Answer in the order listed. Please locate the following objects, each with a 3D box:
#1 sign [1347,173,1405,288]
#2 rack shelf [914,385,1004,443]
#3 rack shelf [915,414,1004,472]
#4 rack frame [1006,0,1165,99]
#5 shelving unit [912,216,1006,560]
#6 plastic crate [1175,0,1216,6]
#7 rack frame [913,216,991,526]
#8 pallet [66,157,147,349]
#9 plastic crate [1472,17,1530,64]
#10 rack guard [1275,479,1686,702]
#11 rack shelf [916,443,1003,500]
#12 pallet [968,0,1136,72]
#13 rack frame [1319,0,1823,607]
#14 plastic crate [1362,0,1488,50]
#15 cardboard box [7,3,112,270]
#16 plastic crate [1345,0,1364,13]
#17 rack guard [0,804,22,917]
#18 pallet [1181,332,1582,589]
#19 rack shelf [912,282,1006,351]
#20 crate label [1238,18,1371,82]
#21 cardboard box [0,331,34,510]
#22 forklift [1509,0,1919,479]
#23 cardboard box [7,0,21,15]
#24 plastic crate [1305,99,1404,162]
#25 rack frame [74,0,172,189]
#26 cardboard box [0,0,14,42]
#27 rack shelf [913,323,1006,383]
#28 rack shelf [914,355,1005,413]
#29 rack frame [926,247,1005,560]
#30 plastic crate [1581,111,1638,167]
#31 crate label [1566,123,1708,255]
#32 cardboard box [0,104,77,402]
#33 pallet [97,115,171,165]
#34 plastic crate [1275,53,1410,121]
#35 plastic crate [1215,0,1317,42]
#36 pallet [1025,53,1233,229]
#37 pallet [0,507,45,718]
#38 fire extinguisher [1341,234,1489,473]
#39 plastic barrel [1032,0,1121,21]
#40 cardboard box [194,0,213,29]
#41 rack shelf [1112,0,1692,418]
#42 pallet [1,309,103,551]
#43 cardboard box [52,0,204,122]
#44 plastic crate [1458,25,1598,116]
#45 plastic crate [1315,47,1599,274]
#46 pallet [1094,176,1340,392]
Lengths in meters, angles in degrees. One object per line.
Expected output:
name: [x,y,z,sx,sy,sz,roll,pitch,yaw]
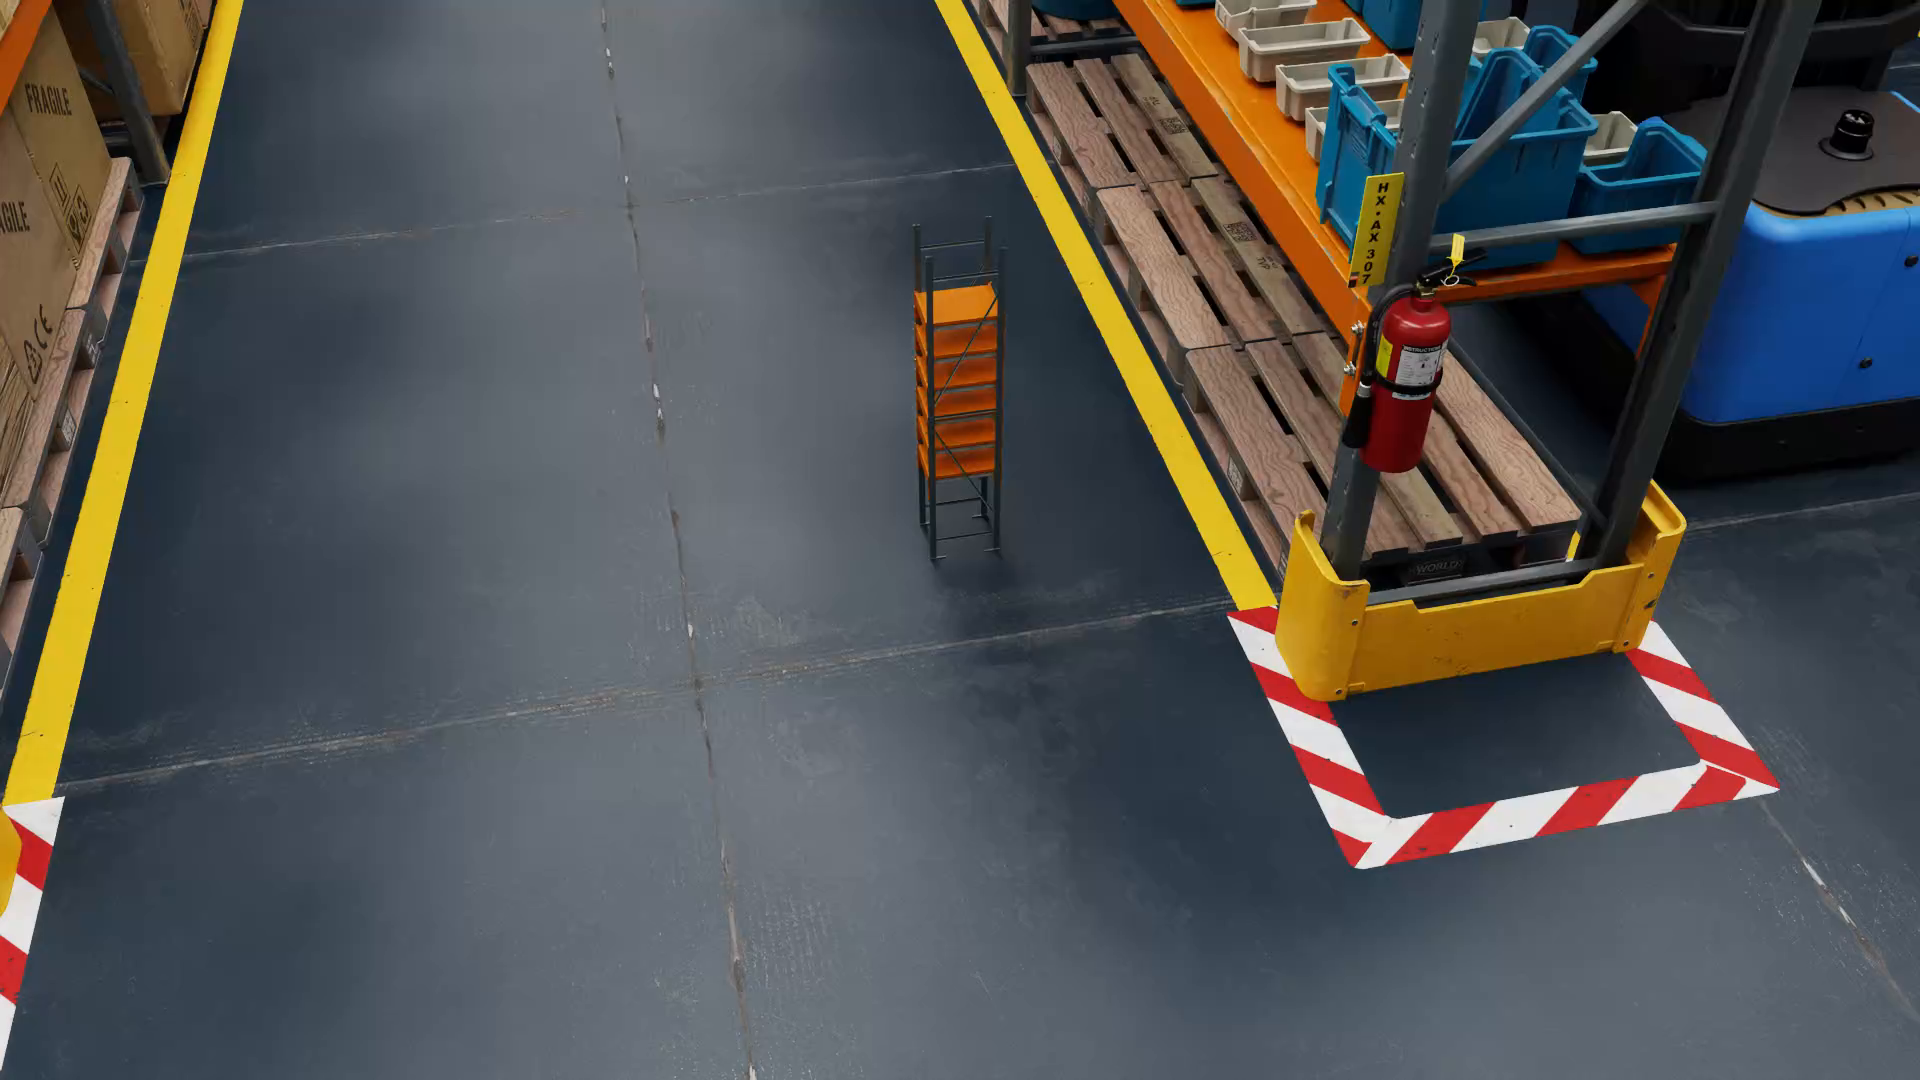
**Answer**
sign: [1.063,-0.789,4.256,0.100,0.325,0.005,-8,42,-9]
rack shelf: [-0.003,-0.425,5.392,0.258,0.103,0.180,-8,42,-9]
rack shelf: [-0.003,-0.335,5.471,0.258,0.103,0.180,-8,42,-9]
rack frame: [0.733,-3.410,7.332,1.000,3.000,0.127,-8,42,-9]
shelving unit: [-0.003,-0.458,5.362,0.258,1.200,0.189,-8,42,-9]
plastic crate: [0.903,-2.071,5.905,0.416,0.233,0.300,-8,42,-9]
rack frame: [-0.023,-0.517,5.429,0.240,1.200,0.006,-8,42,-9]
pallet: [-4.015,-1.153,6.890,1.003,0.211,1.213,-8,42,-9]
plastic crate: [1.730,-1.607,5.455,0.250,0.136,0.298,-8,42,-9]
rack guard: [1.614,0.132,5.225,1.175,0.500,0.348,-8,42,-9]
rack shelf: [-0.003,-0.245,5.551,0.258,0.103,0.180,-8,42,-9]
pallet: [0.607,-2.873,8.828,1.003,0.211,1.213,-8,42,-9]
rack frame: [1.597,-0.817,4.411,1.000,3.000,0.127,-8,42,-9]
plastic crate: [1.580,-1.837,5.641,0.416,0.233,0.300,-8,42,-9]
cardboard box: [-4.039,-1.623,6.603,0.875,0.875,0.875,-8,42,-9]
plastic crate: [1.516,-2.032,5.861,0.416,0.233,0.300,-8,42,-9]
rack guard: [-3.235,0.843,4.424,1.175,0.500,0.348,-8,42,-9]
pallet: [1.456,-0.314,5.945,1.003,0.211,1.213,-8,42,-9]
rack shelf: [-0.003,-0.694,5.153,0.258,0.103,0.180,-8,42,-9]
crate label: [1.111,-1.610,5.458,0.396,0.136,0.243,-8,42,-9]
cardboard box: [-3.652,-0.463,5.296,0.875,0.875,0.875,-8,42,-9]
forklift: [2.734,-2.299,6.132,1.130,2.935,3.031,-8,42,-9]
cardboard box: [-3.551,-1.955,5.883,0.380,0.149,0.250,-8,42,-8]
plastic crate: [1.244,-1.243,5.045,0.396,0.136,0.243,-8,42,-9]
rack frame: [-4.103,-2.700,6.532,1.000,3.000,0.127,-8,42,-9]
cardboard box: [-3.495,-1.788,5.694,0.380,0.149,0.250,-8,42,-8]
rack shelf: [-0.003,-0.604,5.232,0.258,0.103,0.180,-8,42,-9]
rack shelf: [-0.003,-0.515,5.312,0.258,0.103,0.180,-8,42,-9]
rack frame: [0.017,-0.399,5.295,0.240,1.200,0.006,-8,42,-9]
plastic crate: [1.876,-1.168,4.959,0.250,0.136,0.298,-8,42,-9]
crate label: [1.865,-0.984,4.680,0.416,0.233,0.303,-8,42,-9]
cardboard box: [-3.844,-1.040,5.946,0.875,0.875,0.875,-8,42,-9]
pallet: [-4.343,-2.147,8.009,1.003,0.211,1.213,-8,42,-9]
plastic crate: [1.195,-1.433,5.259,0.396,0.136,0.243,-8,42,-9]
plastic crate: [1.029,-1.800,5.671,0.298,0.136,0.250,-8,42,-9]
pallet: [0.930,-1.896,7.727,1.003,0.211,1.213,-8,42,-9]
pallet: [-3.489,0.429,5.108,1.003,0.211,1.213,-8,42,-9]
fire extinguisher: [1.185,-0.486,4.377,0.296,0.674,0.183,-8,42,-9]
plastic barrel: [0.632,-3.137,8.289,0.600,0.901,0.708,-8,42,-9]
cardboard box: [-4.454,-3.054,8.215,1.225,0.875,0.875,-10,43,-11]
rack shelf: [1.165,-1.844,6.110,1.077,0.370,4.000,-8,42,-9]
pallet: [-3.749,-0.361,5.997,1.003,0.211,1.213,-8,42,-9]
cardboard box: [-4.261,-2.475,7.562,1.225,0.875,0.875,-8,42,-9]
plastic crate: [1.723,-1.411,5.161,0.416,0.233,0.300,-8,42,-9]
plastic crate: [1.342,-1.043,4.594,0.616,0.435,0.499,-8,42,-9]
pallet: [1.197,-1.103,6.834,1.003,0.211,1.213,-8,42,-9]
